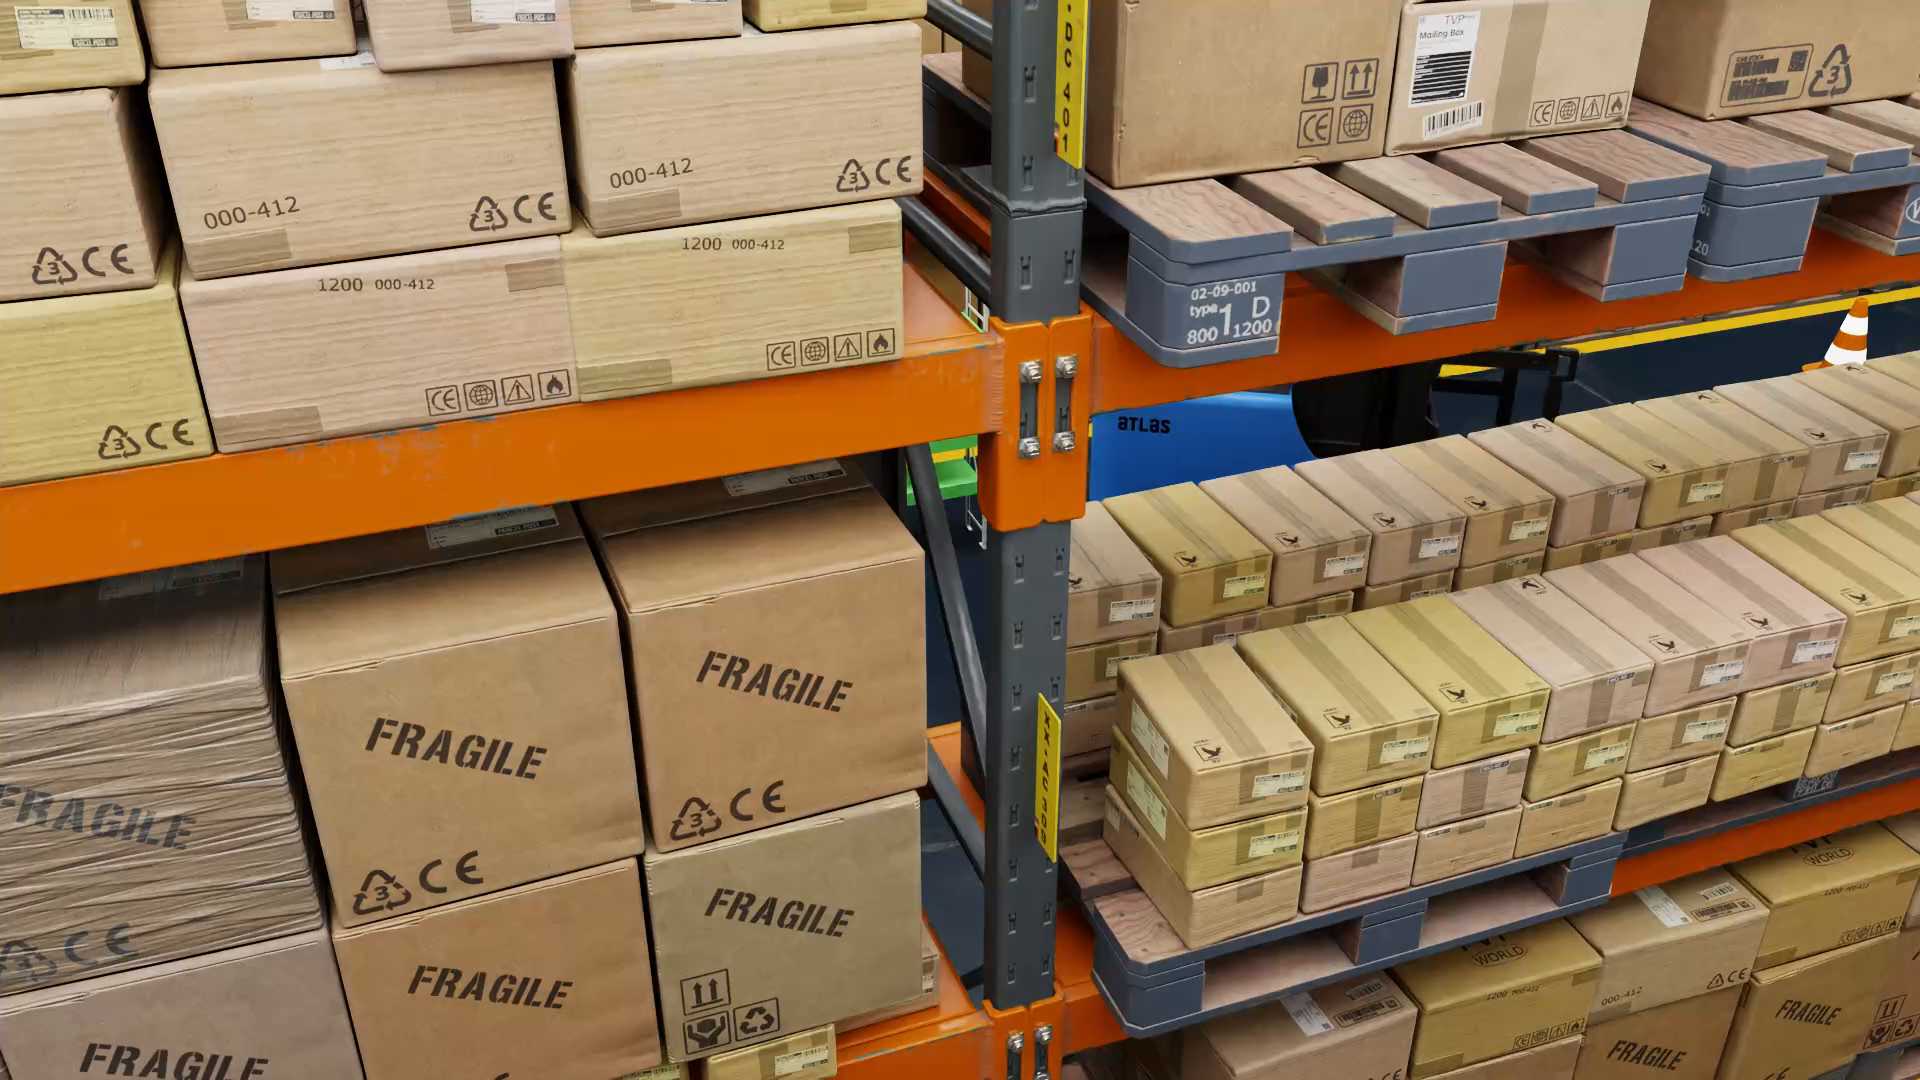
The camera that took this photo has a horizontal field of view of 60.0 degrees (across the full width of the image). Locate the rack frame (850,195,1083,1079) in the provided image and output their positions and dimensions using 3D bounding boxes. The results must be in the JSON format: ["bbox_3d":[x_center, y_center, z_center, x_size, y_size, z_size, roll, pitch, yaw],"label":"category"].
[{"bbox_3d":[-0.036,0.566,3.726,0.127,3.000,1.000,-10,31,-18],"label":"rack frame"}]

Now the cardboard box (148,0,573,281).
[{"bbox_3d":[-0.872,-0.607,2.402,0.500,0.250,0.500,-12,32,-20],"label":"cardboard box"}]

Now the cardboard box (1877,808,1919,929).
[{"bbox_3d":[2.693,0.785,4.684,0.500,0.250,0.500,-10,31,-17],"label":"cardboard box"}]

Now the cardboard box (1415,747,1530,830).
[{"bbox_3d":[0.977,0.419,3.514,0.250,0.149,0.380,-10,31,-16],"label":"cardboard box"}]

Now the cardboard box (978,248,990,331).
[{"bbox_3d":[0.378,-1.430,8.952,0.875,0.875,0.875,-10,31,-17],"label":"cardboard box"}]

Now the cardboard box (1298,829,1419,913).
[{"bbox_3d":[0.751,0.588,3.518,0.250,0.149,0.380,-10,31,-17],"label":"cardboard box"}]

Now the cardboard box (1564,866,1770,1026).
[{"bbox_3d":[1.726,0.960,4.378,0.500,0.250,0.500,-9,31,-16],"label":"cardboard box"}]

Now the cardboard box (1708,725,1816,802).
[{"bbox_3d":[1.715,0.410,3.829,0.250,0.149,0.380,-11,31,-19],"label":"cardboard box"}]

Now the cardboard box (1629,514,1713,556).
[{"bbox_3d":[1.731,-0.065,4.363,0.250,0.149,0.380,-9,31,-16],"label":"cardboard box"}]

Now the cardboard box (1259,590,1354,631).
[{"bbox_3d":[0.748,0.116,4.046,0.250,0.149,0.380,-9,31,-15],"label":"cardboard box"}]

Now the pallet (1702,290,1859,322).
[{"bbox_3d":[4.911,-1.747,10.603,1.213,0.211,1.003,-10,31,-18],"label":"pallet"}]

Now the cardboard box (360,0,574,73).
[{"bbox_3d":[-0.693,-0.769,2.284,0.250,0.149,0.380,-10,31,-18],"label":"cardboard box"}]

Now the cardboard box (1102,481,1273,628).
[{"bbox_3d":[0.523,0.028,3.900,0.250,0.149,0.380,-11,32,-19],"label":"cardboard box"}]

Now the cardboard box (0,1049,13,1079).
[{"bbox_3d":[-1.836,0.861,2.807,0.500,0.500,0.500,-11,32,-19],"label":"cardboard box"}]

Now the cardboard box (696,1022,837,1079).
[{"bbox_3d":[-0.426,0.928,3.344,0.250,0.149,0.380,-11,32,-19],"label":"cardboard box"}]

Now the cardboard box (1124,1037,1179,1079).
[{"bbox_3d":[0.749,1.465,4.249,0.500,0.500,0.500,-9,31,-16],"label":"cardboard box"}]

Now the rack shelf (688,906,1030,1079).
[{"bbox_3d":[-1.911,1.224,3.298,4.000,0.370,1.077,-10,31,-18],"label":"rack shelf"}]

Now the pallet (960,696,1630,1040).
[{"bbox_3d":[0.731,0.585,3.887,1.213,0.211,1.003,-10,31,-18],"label":"pallet"}]

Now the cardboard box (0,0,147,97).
[{"bbox_3d":[-1.209,-0.698,2.158,0.250,0.149,0.380,-12,32,-20],"label":"cardboard box"}]

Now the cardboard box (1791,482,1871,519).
[{"bbox_3d":[2.217,-0.155,4.521,0.250,0.149,0.380,-10,31,-18],"label":"cardboard box"}]

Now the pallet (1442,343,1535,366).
[{"bbox_3d":[2.625,-1.326,9.864,1.213,0.211,1.003,-10,31,-18],"label":"pallet"}]

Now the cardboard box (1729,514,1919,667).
[{"bbox_3d":[1.956,0.108,3.759,0.250,0.149,0.380,-9,31,-16],"label":"cardboard box"}]

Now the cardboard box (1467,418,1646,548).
[{"bbox_3d":[1.494,-0.150,4.212,0.250,0.149,0.380,-12,32,-20],"label":"cardboard box"}]

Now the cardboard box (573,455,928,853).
[{"bbox_3d":[-0.383,0.166,3.017,0.500,0.500,0.500,-12,32,-19],"label":"cardboard box"}]

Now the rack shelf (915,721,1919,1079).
[{"bbox_3d":[1.838,0.534,4.510,4.000,0.370,1.077,-10,31,-18],"label":"rack shelf"}]

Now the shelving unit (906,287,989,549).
[{"bbox_3d":[-0.155,-0.493,7.403,0.503,1.200,0.258,-10,31,-18],"label":"shelving unit"}]

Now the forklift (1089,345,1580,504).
[{"bbox_3d":[2.098,-1.076,6.679,3.031,2.935,1.130,5,30,9],"label":"forklift"}]

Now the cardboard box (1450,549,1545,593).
[{"bbox_3d":[1.247,0.022,4.210,0.250,0.149,0.380,-12,32,-20],"label":"cardboard box"}]

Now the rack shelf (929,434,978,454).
[{"bbox_3d":[-0.155,-0.437,7.434,0.480,0.148,0.258,-10,31,-18],"label":"rack shelf"}]

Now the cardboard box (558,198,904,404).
[{"bbox_3d":[-0.402,-0.462,2.652,0.500,0.250,0.500,-10,31,-16],"label":"cardboard box"}]

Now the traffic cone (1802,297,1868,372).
[{"bbox_3d":[4.967,-1.128,9.262,0.334,0.463,0.336,-10,31,-18],"label":"traffic cone"}]

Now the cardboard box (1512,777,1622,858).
[{"bbox_3d":[1.222,0.504,3.666,0.250,0.149,0.380,-10,31,-17],"label":"cardboard box"}]

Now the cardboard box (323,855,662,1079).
[{"bbox_3d":[-0.878,0.697,3.095,0.500,0.500,0.500,-11,32,-19],"label":"cardboard box"}]

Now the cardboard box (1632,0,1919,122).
[{"bbox_3d":[1.457,-1.170,3.215,0.637,0.503,0.797,-11,31,-18],"label":"cardboard box"}]

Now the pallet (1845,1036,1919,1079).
[{"bbox_3d":[2.980,1.222,5.393,1.213,0.211,1.003,-10,31,-18],"label":"pallet"}]

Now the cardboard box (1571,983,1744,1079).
[{"bbox_3d":[1.730,1.277,4.580,0.500,0.500,0.500,-10,31,-17],"label":"cardboard box"}]

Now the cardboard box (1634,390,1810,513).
[{"bbox_3d":[1.981,-0.239,4.367,0.250,0.149,0.380,-9,31,-16],"label":"cardboard box"}]

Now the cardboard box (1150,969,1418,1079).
[{"bbox_3d":[0.748,1.139,4.064,0.500,0.250,0.500,-12,32,-20],"label":"cardboard box"}]

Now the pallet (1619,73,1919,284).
[{"bbox_3d":[1.550,-0.893,3.447,1.003,0.211,1.213,-10,31,-18],"label":"pallet"}]

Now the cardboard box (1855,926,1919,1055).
[{"bbox_3d":[2.699,1.102,4.886,0.500,0.500,0.500,-9,31,-16],"label":"cardboard box"}]

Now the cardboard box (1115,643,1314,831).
[{"bbox_3d":[0.493,0.380,3.282,0.250,0.149,0.380,-9,31,-15],"label":"cardboard box"}]

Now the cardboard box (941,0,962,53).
[{"bbox_3d":[0.076,-2.412,7.842,0.500,0.500,0.500,-11,31,-18],"label":"cardboard box"}]

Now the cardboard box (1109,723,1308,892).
[{"bbox_3d":[0.493,0.509,3.355,0.250,0.149,0.380,-10,31,-17],"label":"cardboard box"}]

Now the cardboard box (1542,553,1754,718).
[{"bbox_3d":[1.468,0.199,3.598,0.250,0.149,0.380,-11,31,-18],"label":"cardboard box"}]

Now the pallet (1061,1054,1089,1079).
[{"bbox_3d":[0.693,1.643,4.653,1.213,0.211,1.003,-10,31,-18],"label":"pallet"}]

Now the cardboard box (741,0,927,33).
[{"bbox_3d":[-0.234,-0.881,2.480,0.250,0.149,0.380,-12,32,-20],"label":"cardboard box"}]

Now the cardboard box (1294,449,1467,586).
[{"bbox_3d":[1.012,-0.061,4.056,0.250,0.149,0.380,-11,31,-18],"label":"cardboard box"}]

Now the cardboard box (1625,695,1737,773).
[{"bbox_3d":[1.473,0.326,3.677,0.250,0.149,0.380,-9,31,-16],"label":"cardboard box"}]

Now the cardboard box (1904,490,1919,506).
[{"bbox_3d":[2.454,0.015,3.921,0.250,0.149,0.380,-10,31,-18],"label":"cardboard box"}]

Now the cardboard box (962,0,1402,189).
[{"bbox_3d":[0.357,-0.977,2.880,0.500,0.500,0.700,-10,31,-18],"label":"cardboard box"}]

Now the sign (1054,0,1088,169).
[{"bbox_3d":[0.160,-0.711,2.416,0.005,0.325,0.100,-10,31,-18],"label":"sign"}]

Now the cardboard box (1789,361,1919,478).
[{"bbox_3d":[2.481,-0.333,4.533,0.250,0.149,0.380,-12,32,-20],"label":"cardboard box"}]

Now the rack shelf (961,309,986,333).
[{"bbox_3d":[-0.155,-0.854,7.197,0.480,0.148,0.258,-10,31,-18],"label":"rack shelf"}]

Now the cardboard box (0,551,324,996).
[{"bbox_3d":[-1.350,0.339,2.713,0.500,0.500,0.500,-10,31,-16],"label":"cardboard box"}]

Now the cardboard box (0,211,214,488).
[{"bbox_3d":[-1.350,-0.293,2.356,0.500,0.250,0.500,-11,31,-18],"label":"cardboard box"}]

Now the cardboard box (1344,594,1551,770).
[{"bbox_3d":[0.993,0.286,3.447,0.250,0.149,0.380,-10,31,-17],"label":"cardboard box"}]

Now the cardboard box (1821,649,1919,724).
[{"bbox_3d":[1.958,0.238,3.831,0.250,0.149,0.380,-11,31,-19],"label":"cardboard box"}]

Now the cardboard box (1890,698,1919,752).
[{"bbox_3d":[2.206,0.320,3.988,0.250,0.149,0.380,-9,31,-16],"label":"cardboard box"}]

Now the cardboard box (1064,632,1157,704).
[{"bbox_3d":[0.268,0.203,3.892,0.250,0.149,0.380,-9,31,-16],"label":"cardboard box"}]
